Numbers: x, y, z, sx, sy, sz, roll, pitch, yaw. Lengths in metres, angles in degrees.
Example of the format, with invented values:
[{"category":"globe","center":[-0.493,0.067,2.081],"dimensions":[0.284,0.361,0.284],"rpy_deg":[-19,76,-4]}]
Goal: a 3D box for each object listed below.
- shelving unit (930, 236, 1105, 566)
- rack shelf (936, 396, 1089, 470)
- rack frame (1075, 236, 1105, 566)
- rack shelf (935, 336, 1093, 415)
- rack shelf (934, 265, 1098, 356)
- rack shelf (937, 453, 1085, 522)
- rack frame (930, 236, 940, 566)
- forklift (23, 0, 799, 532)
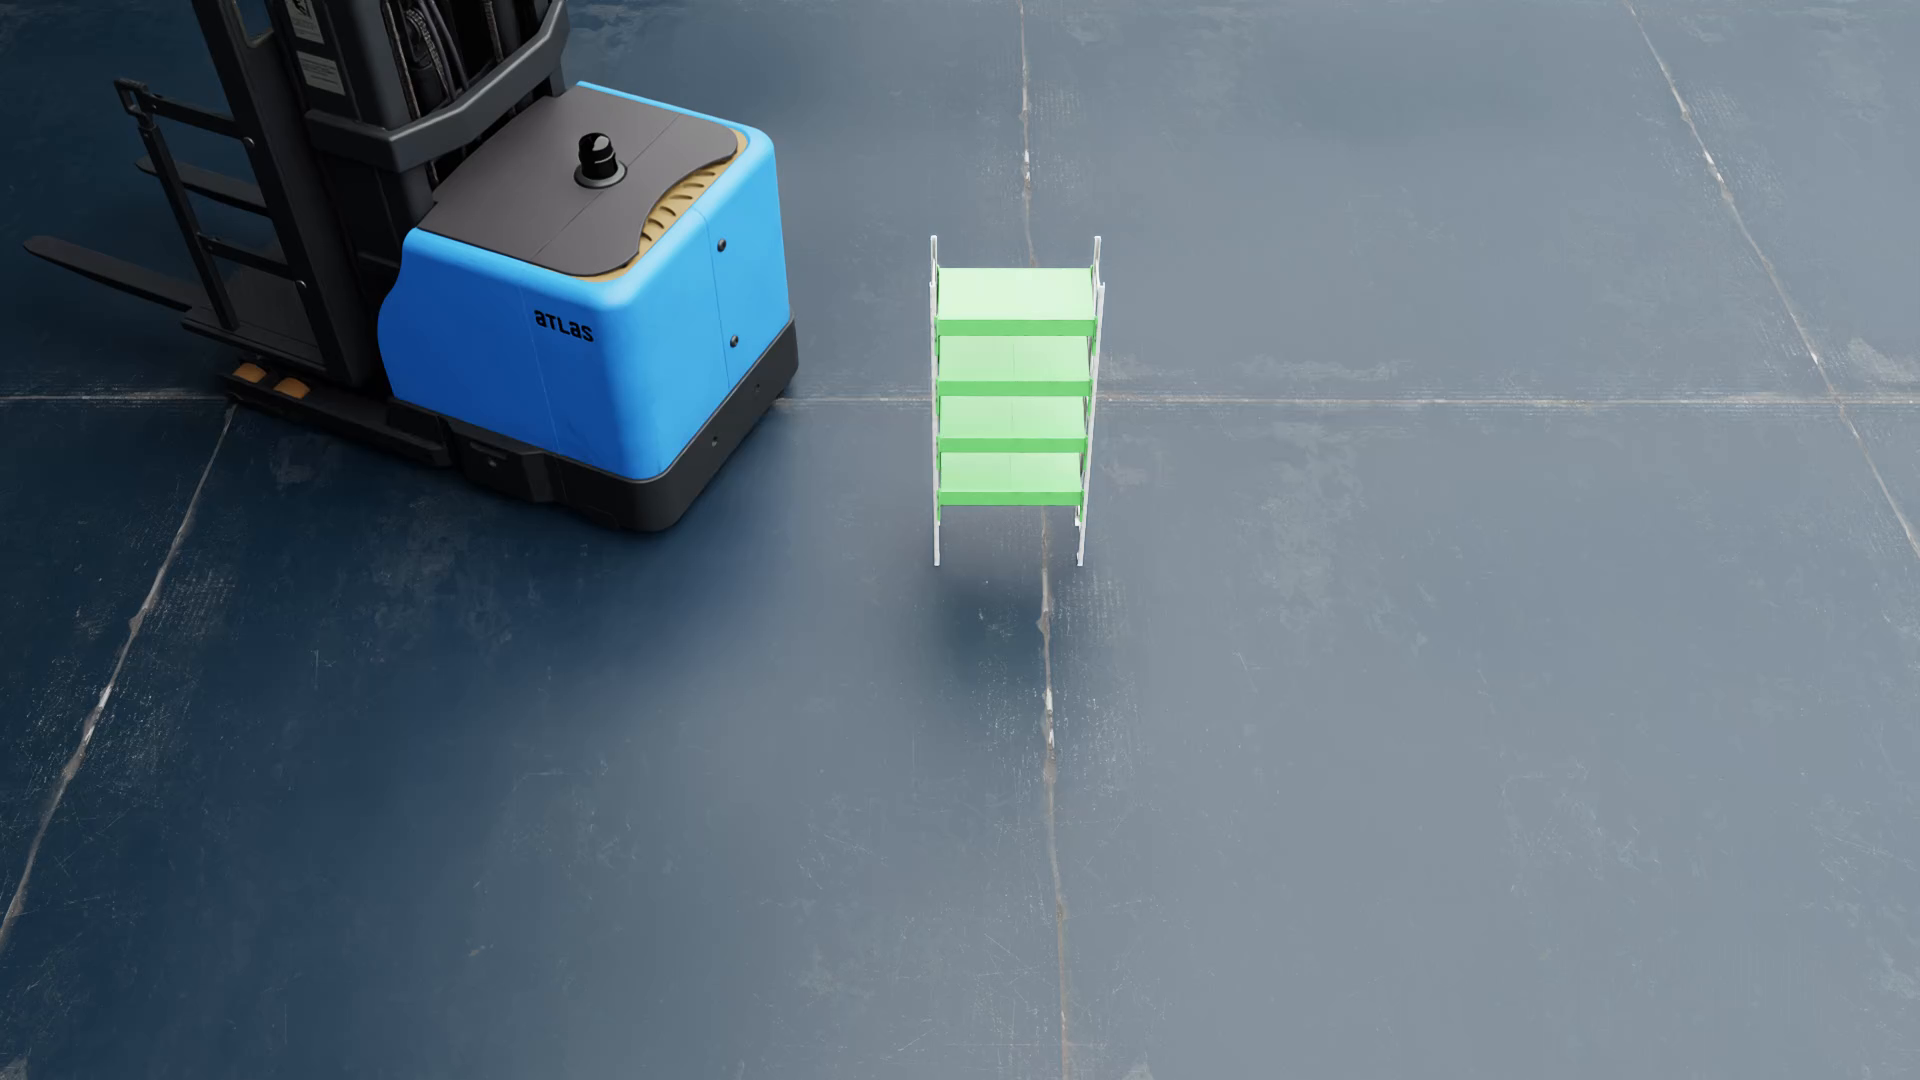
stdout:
[{"category":"shelving unit","center":[0.166,-0.408,5.310],"dimensions":[0.503,1.200,0.258],"rpy_deg":[0,47,0]},{"category":"rack shelf","center":[0.166,-0.365,5.357],"dimensions":[0.480,0.148,0.258],"rpy_deg":[0,47,0]},{"category":"rack frame","center":[0.410,-0.408,5.310],"dimensions":[0.015,1.200,0.240],"rpy_deg":[0,47,0]},{"category":"rack shelf","center":[0.166,-0.528,5.181],"dimensions":[0.480,0.148,0.258],"rpy_deg":[0,47,0]},{"category":"rack shelf","center":[0.166,-0.692,5.006],"dimensions":[0.480,0.148,0.258],"rpy_deg":[0,47,0]},{"category":"rack shelf","center":[0.166,-0.201,5.533],"dimensions":[0.480,0.148,0.258],"rpy_deg":[0,47,0]},{"category":"rack frame","center":[-0.078,-0.409,5.311],"dimensions":[0.015,1.200,0.240],"rpy_deg":[0,47,0]},{"category":"forklift","center":[-2.167,-1.763,5.389],"dimensions":[3.031,2.935,1.130],"rpy_deg":[19,50,17]}]
